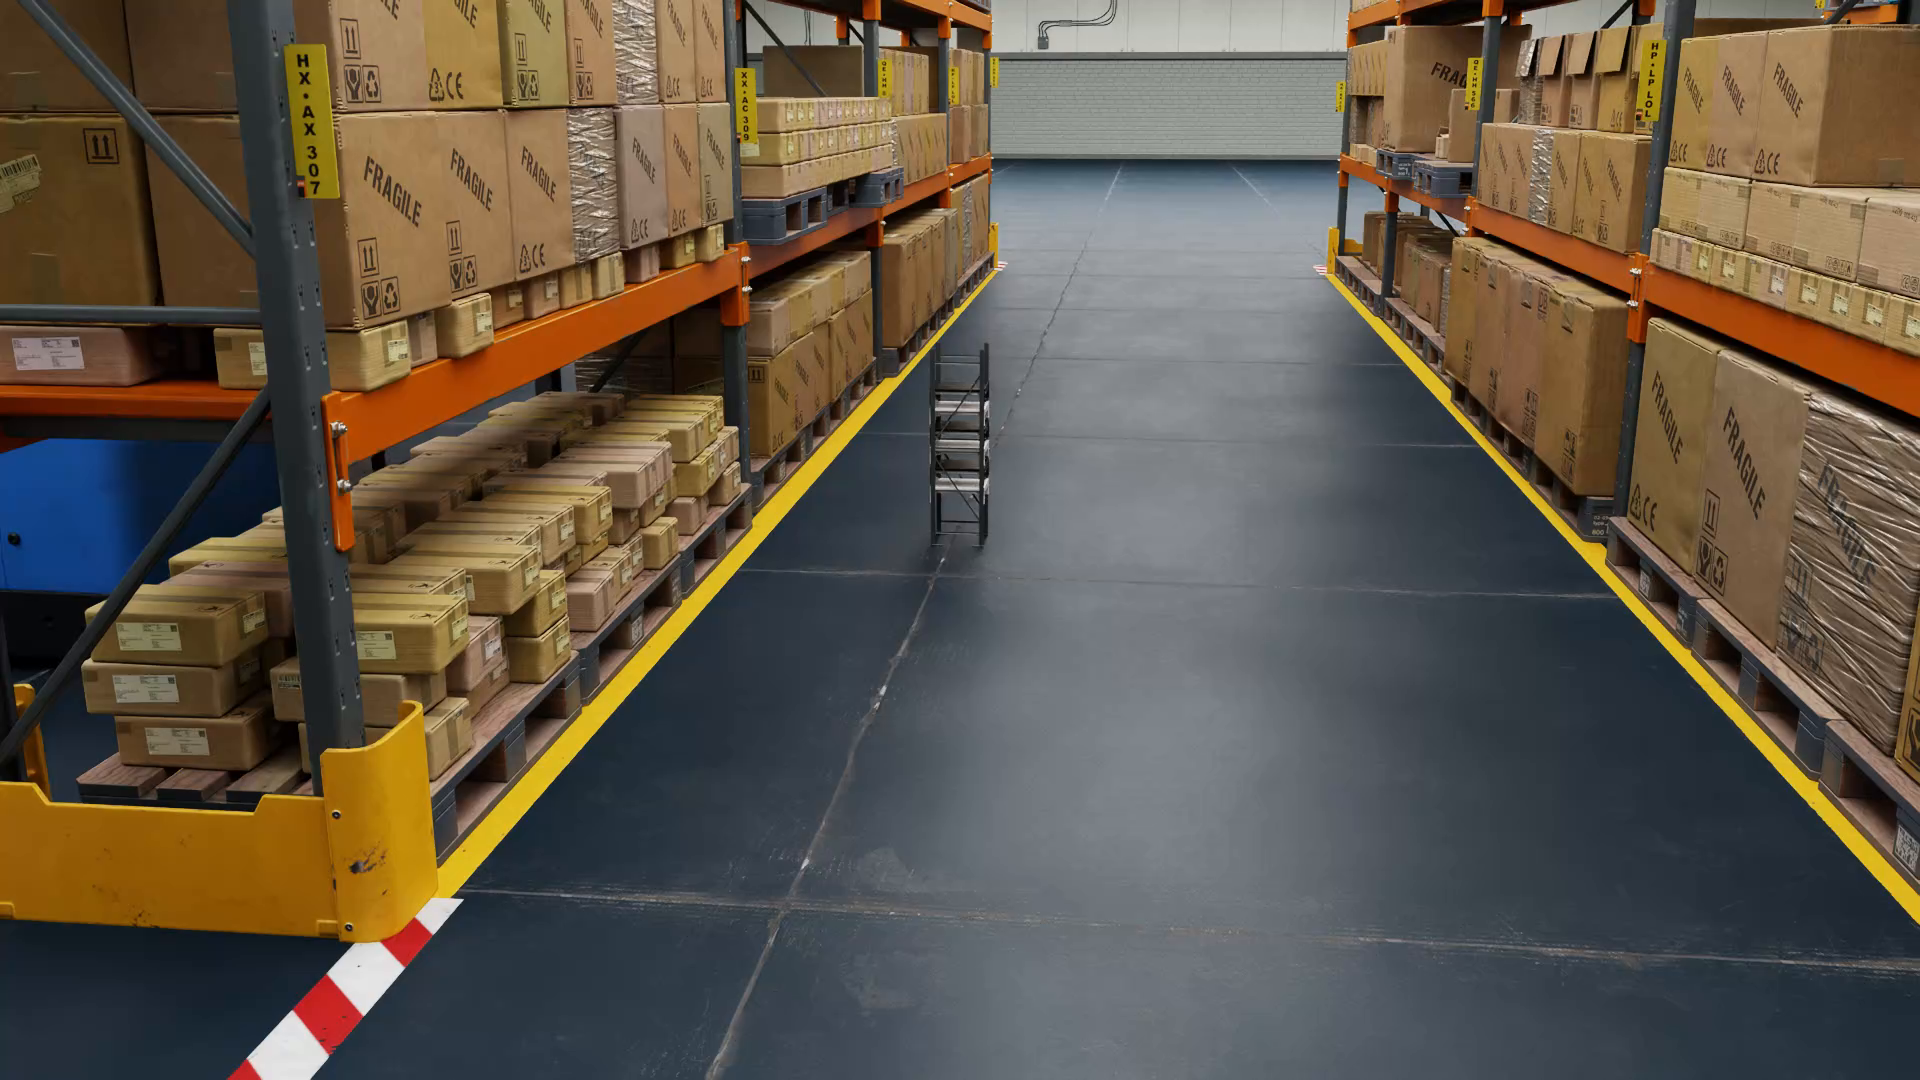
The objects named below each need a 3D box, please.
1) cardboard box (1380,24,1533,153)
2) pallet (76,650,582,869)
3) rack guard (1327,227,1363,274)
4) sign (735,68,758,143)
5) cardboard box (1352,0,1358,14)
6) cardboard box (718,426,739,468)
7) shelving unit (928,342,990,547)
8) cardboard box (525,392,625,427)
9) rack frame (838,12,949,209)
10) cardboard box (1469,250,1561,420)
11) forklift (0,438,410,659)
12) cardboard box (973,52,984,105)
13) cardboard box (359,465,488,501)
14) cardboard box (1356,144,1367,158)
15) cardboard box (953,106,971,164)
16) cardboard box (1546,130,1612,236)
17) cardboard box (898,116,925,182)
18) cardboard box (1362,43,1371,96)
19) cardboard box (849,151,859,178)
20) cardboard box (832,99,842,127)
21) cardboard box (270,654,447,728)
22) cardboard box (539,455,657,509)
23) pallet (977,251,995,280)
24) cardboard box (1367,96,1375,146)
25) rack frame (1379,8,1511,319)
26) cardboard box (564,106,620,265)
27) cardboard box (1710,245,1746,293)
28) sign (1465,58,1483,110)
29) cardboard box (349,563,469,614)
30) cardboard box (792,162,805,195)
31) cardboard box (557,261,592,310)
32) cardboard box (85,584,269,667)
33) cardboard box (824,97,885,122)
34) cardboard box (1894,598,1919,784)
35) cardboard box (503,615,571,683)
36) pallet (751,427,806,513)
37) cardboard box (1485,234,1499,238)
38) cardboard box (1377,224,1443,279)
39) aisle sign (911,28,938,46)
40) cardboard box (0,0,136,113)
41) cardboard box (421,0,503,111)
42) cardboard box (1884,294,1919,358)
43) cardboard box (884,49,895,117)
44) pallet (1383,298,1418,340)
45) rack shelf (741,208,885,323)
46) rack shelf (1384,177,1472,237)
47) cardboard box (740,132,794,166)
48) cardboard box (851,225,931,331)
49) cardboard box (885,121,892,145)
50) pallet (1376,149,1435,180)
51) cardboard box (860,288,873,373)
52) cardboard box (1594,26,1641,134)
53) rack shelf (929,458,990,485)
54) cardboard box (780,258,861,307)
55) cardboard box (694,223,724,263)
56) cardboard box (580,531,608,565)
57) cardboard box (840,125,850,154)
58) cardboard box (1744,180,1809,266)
[{"bbox_3d":[4.087,-3.739,13.790,1.000,1.000,1.000,2,15,7],"label":"cardboard box"},{"bbox_3d":[-1.820,0.608,5.009,1.003,0.211,1.213,2,15,6],"label":"pallet"},{"bbox_3d":[4.758,-3.260,18.760,1.175,0.500,0.348,2,15,6],"label":"rack guard"},{"bbox_3d":[-0.964,-1.950,7.469,0.100,0.325,0.005,2,15,6],"label":"sign"},{"bbox_3d":[4.456,-5.744,17.701,0.500,0.250,0.500,2,15,8],"label":"cardboard box"},{"bbox_3d":[-1.224,-0.425,7.575,0.380,0.149,0.250,2,15,7],"label":"cardboard box"},{"bbox_3d":[-0.001,-0.432,7.537,0.258,0.900,0.210,2,15,6],"label":"shelving unit"},{"bbox_3d":[-1.749,-0.577,7.565,0.380,0.149,0.250,2,15,9],"label":"cardboard box"},{"bbox_3d":[-0.601,-3.621,15.307,1.000,3.000,0.127,2,15,6],"label":"rack frame"},{"bbox_3d":[3.657,-1.179,9.542,1.225,0.875,0.875,2,15,6],"label":"cardboard box"},{"bbox_3d":[-3.121,-1.328,6.957,1.130,2.935,3.031,2,15,8],"label":"forklift"},{"bbox_3d":[-0.201,-5.012,18.094,0.875,0.550,0.550,2,15,6],"label":"cardboard box"},{"bbox_3d":[-1.950,-0.172,6.069,0.380,0.149,0.250,2,15,7],"label":"cardboard box"},{"bbox_3d":[4.400,-4.104,17.574,0.380,0.149,0.250,2,15,6],"label":"cardboard box"},{"bbox_3d":[-0.354,-4.069,16.678,0.875,0.550,0.550,2,15,6],"label":"cardboard box"},{"bbox_3d":[3.309,-1.815,8.438,0.500,0.500,0.500,2,15,6],"label":"cardboard box"},{"bbox_3d":[-0.563,-3.132,13.308,0.500,0.500,0.500,2,15,6],"label":"cardboard box"},{"bbox_3d":[4.265,-4.637,16.387,0.500,0.500,0.500,2,15,6],"label":"cardboard box"},{"bbox_3d":[-0.802,-2.191,9.695,0.380,0.149,0.250,2,15,8],"label":"cardboard box"},{"bbox_3d":[-0.858,-2.339,9.102,0.380,0.149,0.250,2,15,8],"label":"cardboard box"},{"bbox_3d":[-1.641,0.393,4.550,0.380,0.149,0.250,2,15,9],"label":"cardboard box"},{"bbox_3d":[-1.360,-0.220,6.245,0.380,0.149,0.250,1,15,4],"label":"cardboard box"},{"bbox_3d":[-0.162,-3.103,18.732,1.003,0.211,1.213,2,15,6],"label":"pallet"},{"bbox_3d":[4.641,-4.275,16.962,0.875,0.500,0.500,2,15,6],"label":"cardboard box"},{"bbox_3d":[4.316,-3.449,14.670,1.000,3.000,0.127,2,15,6],"label":"rack frame"},{"bbox_3d":[-1.476,-1.208,5.620,0.500,0.500,0.500,1,15,5],"label":"cardboard box"},{"bbox_3d":[2.962,-0.981,6.025,0.380,0.149,0.250,1,15,5],"label":"cardboard box"},{"bbox_3d":[3.324,-2.946,10.742,0.100,0.325,0.005,2,15,6],"label":"sign"},{"bbox_3d":[-1.647,0.177,4.780,0.380,0.149,0.250,2,15,7],"label":"cardboard box"},{"bbox_3d":[-0.977,-1.788,8.206,0.380,0.149,0.250,2,15,7],"label":"cardboard box"},{"bbox_3d":[-1.468,-0.868,5.607,0.380,0.149,0.250,2,15,8],"label":"cardboard box"},{"bbox_3d":[-2.147,0.233,4.572,0.380,0.149,0.250,2,15,7],"label":"cardboard box"},{"bbox_3d":[-0.683,-2.747,10.610,0.380,0.149,0.250,2,15,6],"label":"cardboard box"},{"bbox_3d":[2.954,0.318,4.005,0.875,0.875,0.875,2,15,6],"label":"cardboard box"},{"bbox_3d":[-1.471,0.340,5.314,0.380,0.149,0.250,2,15,7],"label":"cardboard box"},{"bbox_3d":[-1.418,-0.402,8.745,1.003,0.211,1.213,2,15,6],"label":"pallet"},{"bbox_3d":[3.960,-2.092,12.160,0.500,0.250,0.500,3,16,13],"label":"cardboard box"},{"bbox_3d":[4.450,-2.859,16.475,0.500,0.500,0.500,0,15,1],"label":"cardboard box"},{"bbox_3d":[-0.440,-5.941,18.905,0.394,0.787,0.004,2,15,6],"label":"aisle sign"},{"bbox_3d":[-2.151,-1.309,4.081,0.500,0.500,0.500,1,15,5],"label":"cardboard box"},{"bbox_3d":[-1.590,-1.423,4.501,0.500,0.500,0.500,2,15,8],"label":"cardboard box"},{"bbox_3d":[2.788,-0.582,4.550,0.380,0.149,0.250,1,15,5],"label":"cardboard box"},{"bbox_3d":[-0.881,-3.495,12.734,0.700,0.500,0.500,1,15,5],"label":"cardboard box"},{"bbox_3d":[4.229,-1.901,14.287,1.003,0.211,1.213,2,15,6],"label":"pallet"},{"bbox_3d":[-1.278,-1.718,9.646,1.077,0.370,4.000,2,15,6],"label":"rack shelf"},{"bbox_3d":[4.090,-2.583,12.845,1.077,0.370,4.000,2,15,6],"label":"rack shelf"},{"bbox_3d":[-1.002,-1.860,7.901,0.380,0.149,0.250,2,15,7],"label":"cardboard box"},{"bbox_3d":[-0.799,-2.082,13.122,1.050,0.750,0.750,2,15,7],"label":"cardboard box"},{"bbox_3d":[-0.656,-2.667,10.886,0.380,0.149,0.250,2,15,7],"label":"cardboard box"},{"bbox_3d":[4.085,-3.162,13.978,1.003,0.211,1.213,2,15,6],"label":"pallet"},{"bbox_3d":[-0.867,-1.401,11.082,0.500,0.500,0.500,2,15,6],"label":"cardboard box"},{"bbox_3d":[3.566,-2.250,8.123,0.797,0.503,0.637,2,15,7],"label":"cardboard box"},{"bbox_3d":[-0.001,-0.313,7.569,0.258,0.077,0.200,2,15,6],"label":"rack shelf"},{"bbox_3d":[-0.915,-1.625,10.474,0.500,0.250,0.500,2,15,7],"label":"cardboard box"},{"bbox_3d":[-1.224,-1.274,7.108,0.380,0.149,0.250,1,15,5],"label":"cardboard box"},{"bbox_3d":[-1.512,-0.019,6.073,0.380,0.149,0.250,2,15,9],"label":"cardboard box"},{"bbox_3d":[-0.828,-2.266,9.401,0.380,0.149,0.250,1,15,5],"label":"cardboard box"},{"bbox_3d":[2.986,-1.068,5.581,0.500,0.250,0.500,2,15,8],"label":"cardboard box"}]
